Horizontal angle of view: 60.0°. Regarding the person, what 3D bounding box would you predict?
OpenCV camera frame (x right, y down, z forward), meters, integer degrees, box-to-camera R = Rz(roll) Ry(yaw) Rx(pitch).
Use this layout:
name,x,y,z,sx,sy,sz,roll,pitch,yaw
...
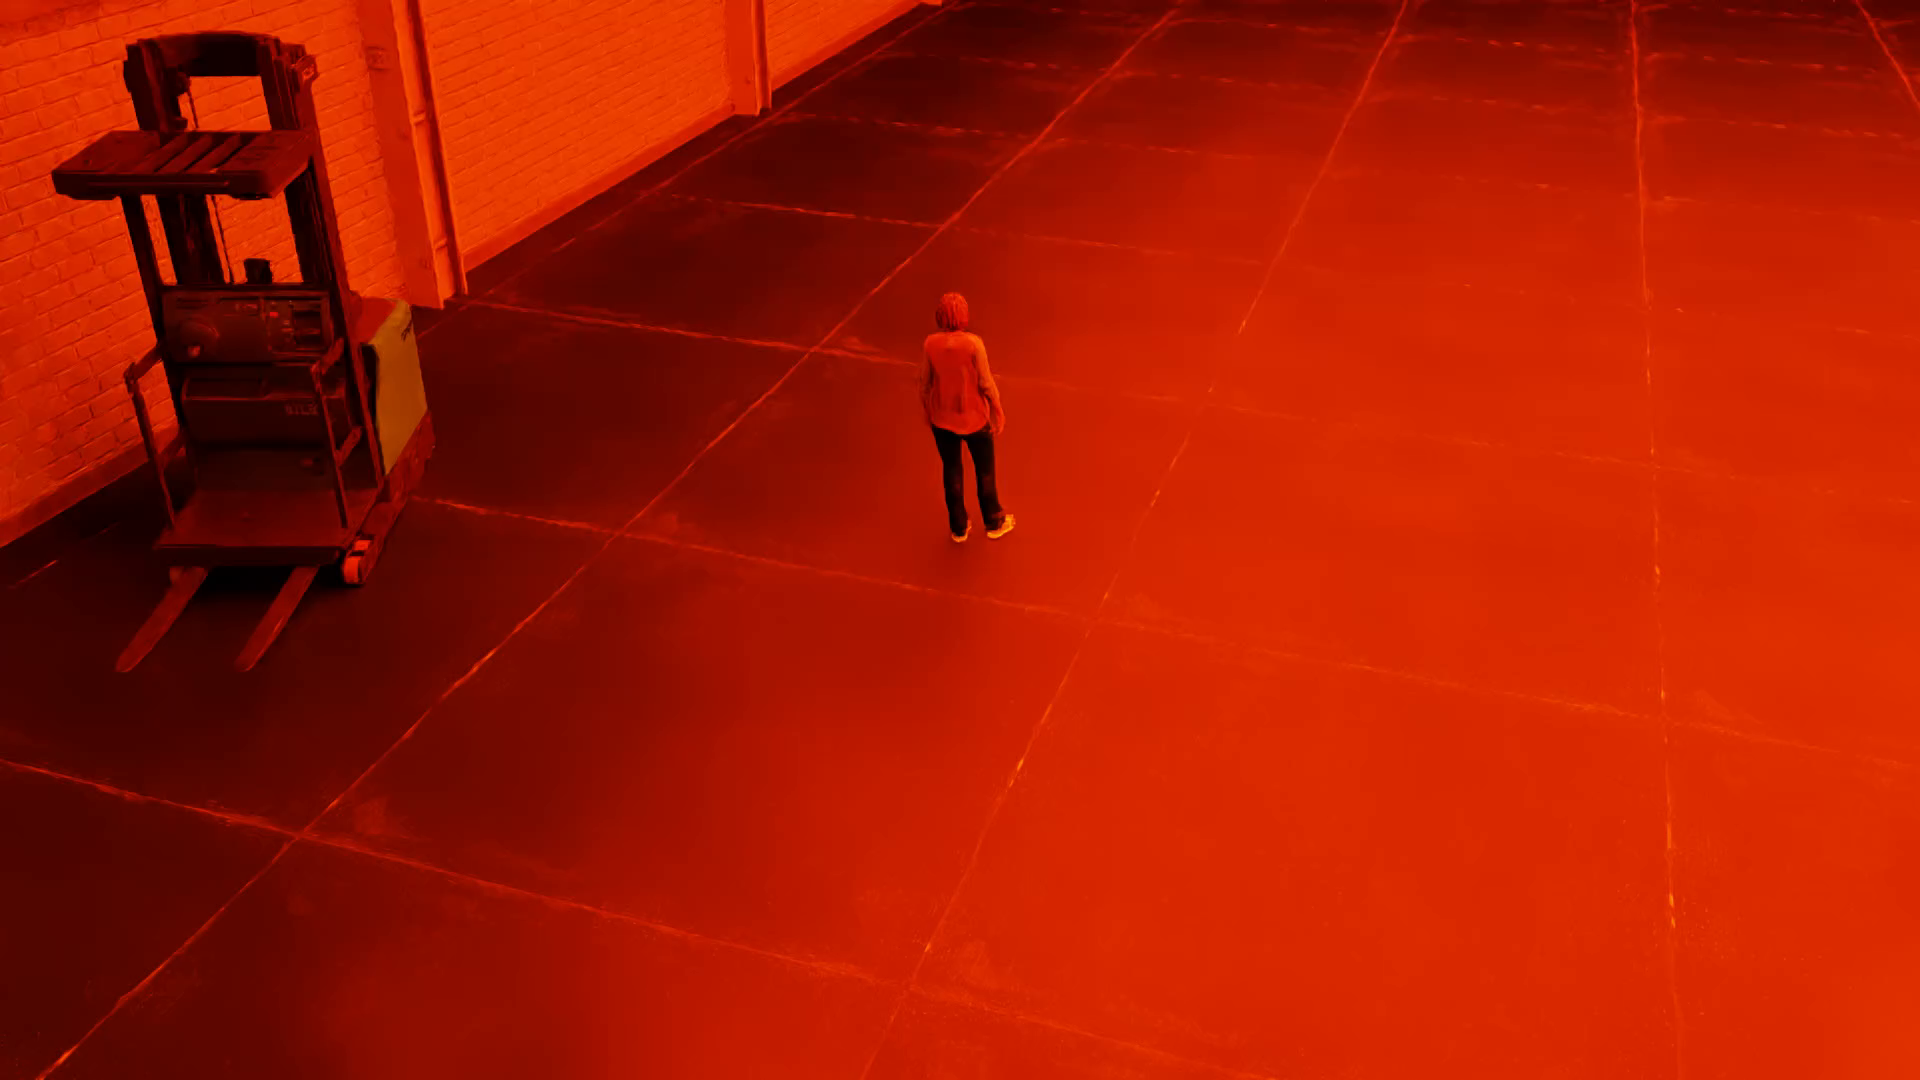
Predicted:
name,x,y,z,sx,sy,sz,roll,pitch,yaw
person,0.037,-0.732,9.754,0.520,1.597,0.474,10,31,16

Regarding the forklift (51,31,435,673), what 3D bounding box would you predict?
name,x,y,z,sx,sy,sz,roll,pitch,yaw
forklift,-4.001,-1.162,9.174,1.130,2.935,3.031,-1,30,-1
